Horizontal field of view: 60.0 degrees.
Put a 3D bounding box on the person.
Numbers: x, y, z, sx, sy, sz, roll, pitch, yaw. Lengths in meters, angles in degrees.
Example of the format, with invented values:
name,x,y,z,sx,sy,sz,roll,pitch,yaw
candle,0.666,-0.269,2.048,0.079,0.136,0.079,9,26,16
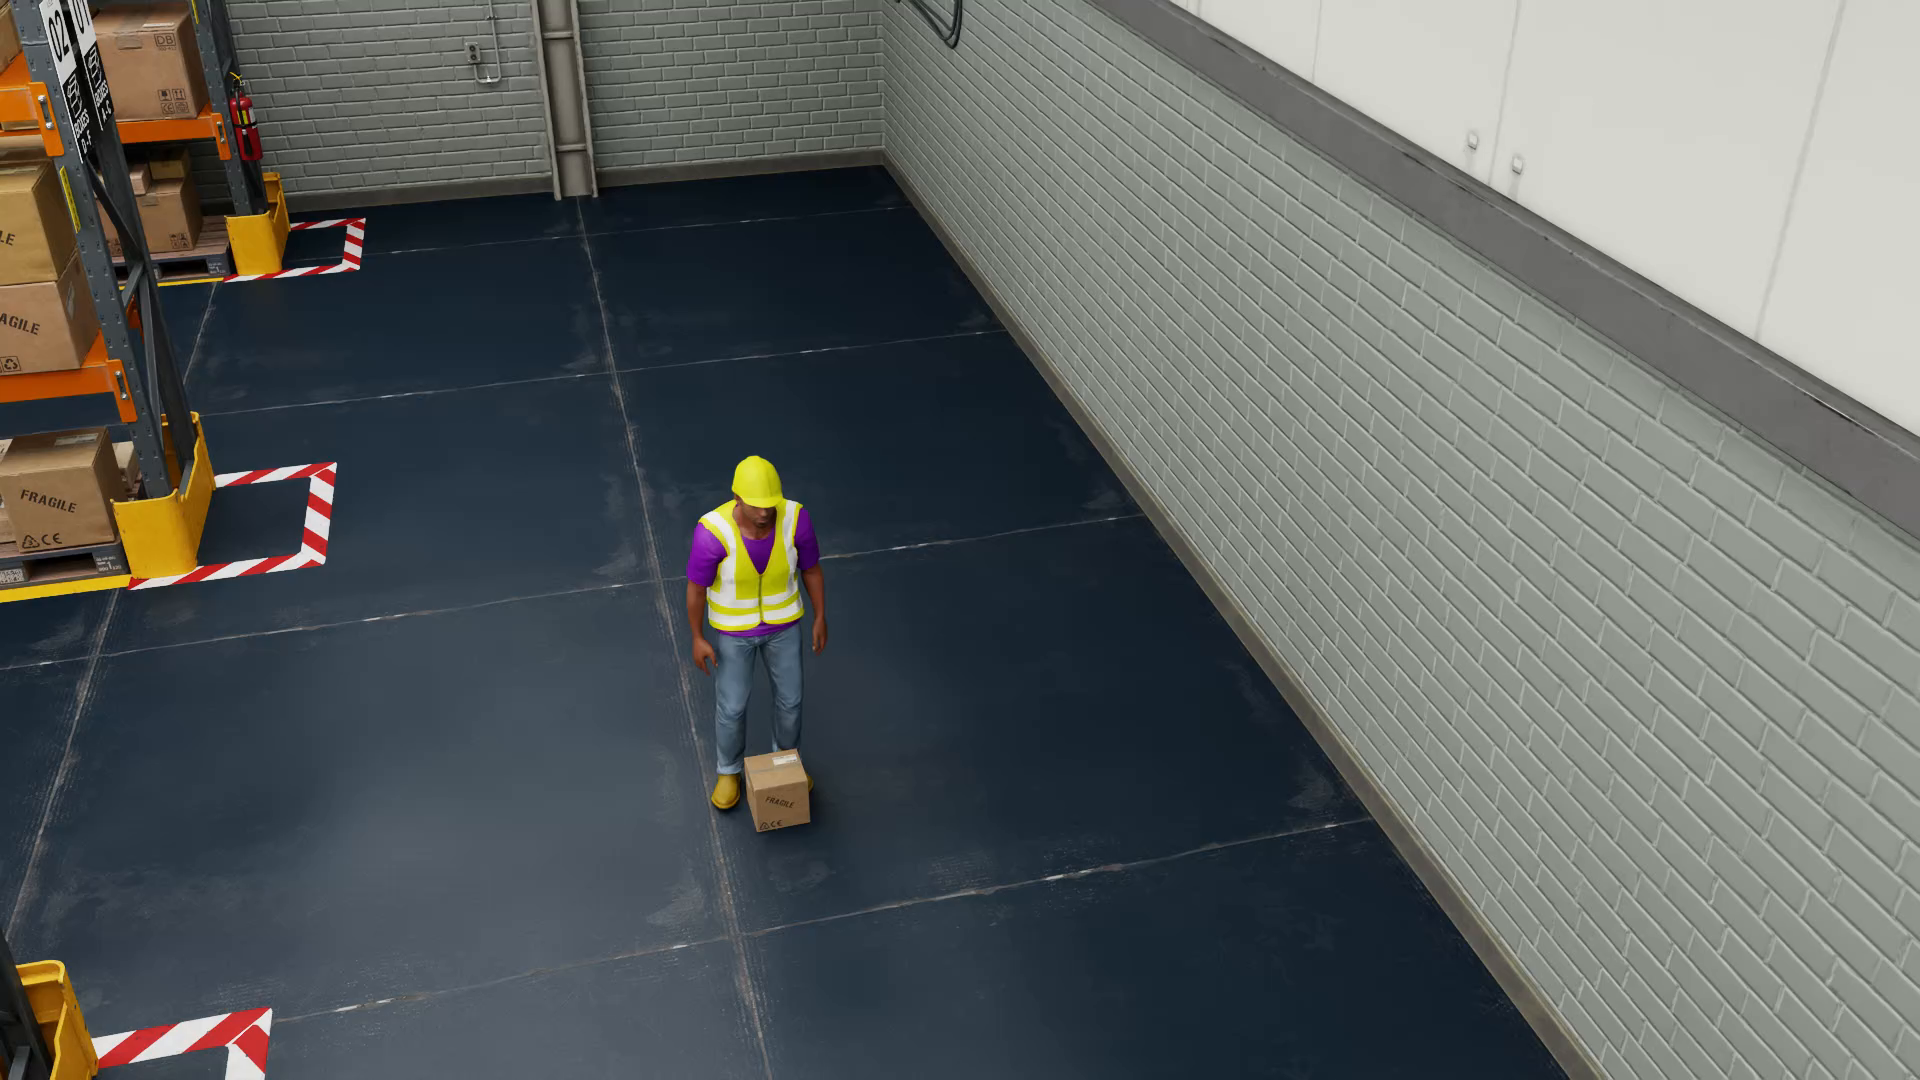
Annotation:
name,x,y,z,sx,sy,sz,roll,pitch,yaw
person,-0.908,0.398,7.535,0.635,1.761,0.455,-10,31,-16
